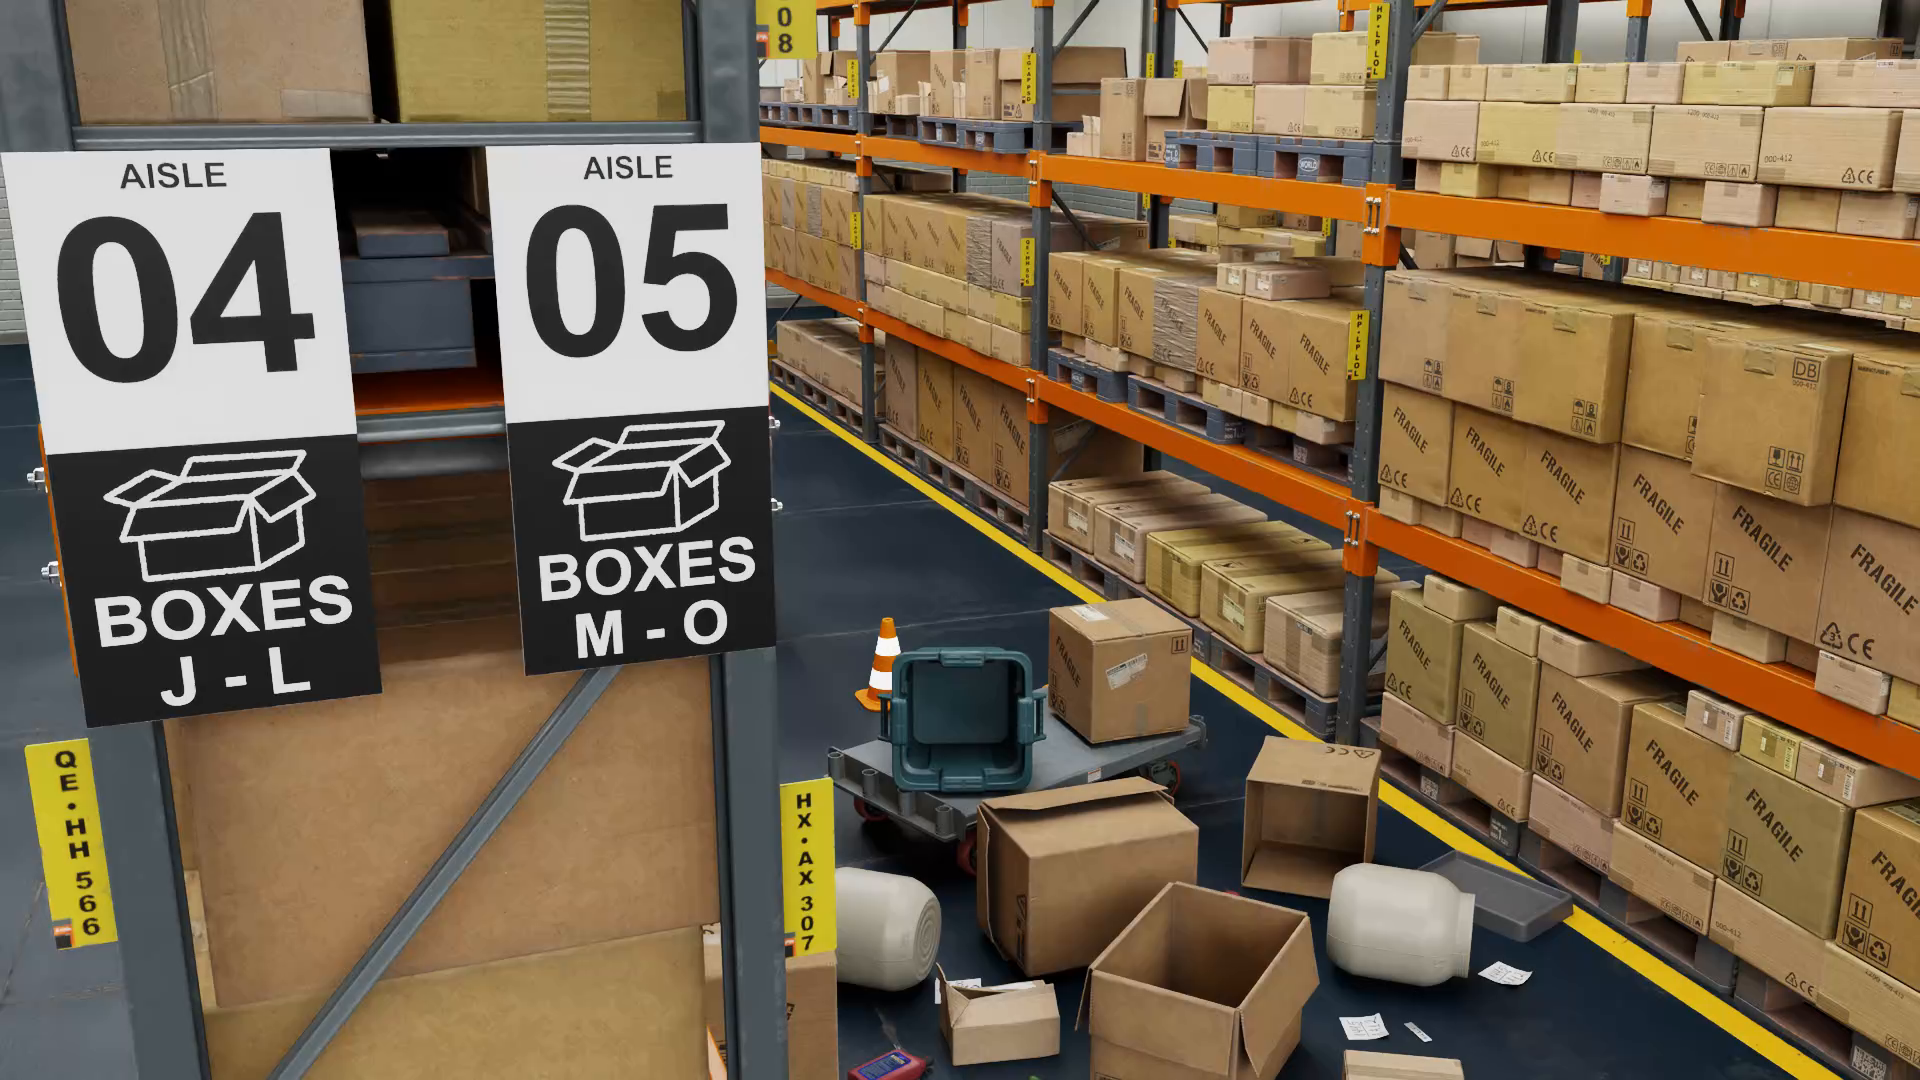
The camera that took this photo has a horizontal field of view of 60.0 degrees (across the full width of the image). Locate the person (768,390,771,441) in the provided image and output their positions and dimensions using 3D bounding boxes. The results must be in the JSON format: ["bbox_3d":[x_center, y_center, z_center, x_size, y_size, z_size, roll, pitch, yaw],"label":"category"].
[{"bbox_3d":[-1.592,-0.675,11.435,0.593,1.813,0.799,-3,16,-11],"label":"person"}]
